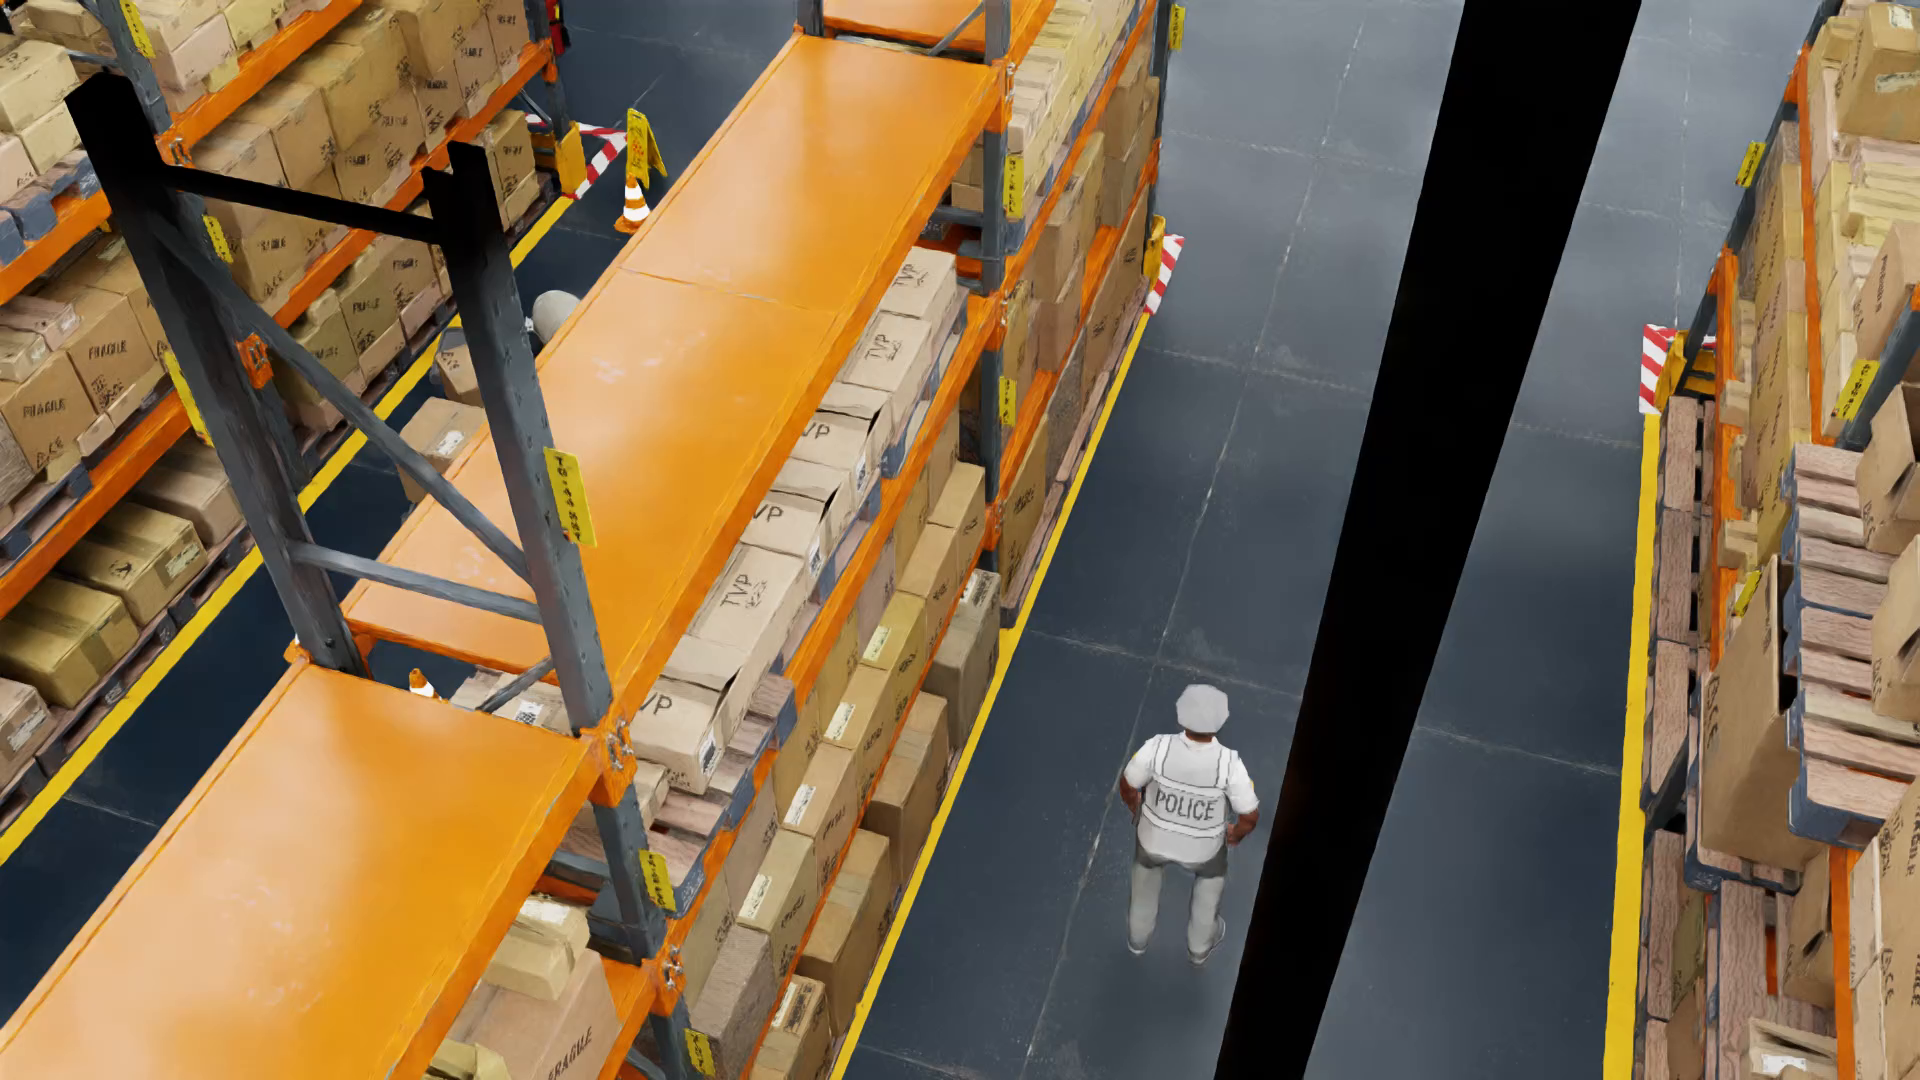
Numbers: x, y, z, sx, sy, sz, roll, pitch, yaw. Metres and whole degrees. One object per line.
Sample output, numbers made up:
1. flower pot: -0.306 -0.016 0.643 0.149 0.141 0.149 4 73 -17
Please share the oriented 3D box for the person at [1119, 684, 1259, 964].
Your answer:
1. person: 1.103 1.417 8.193 0.682 1.681 0.542 12 47 11
